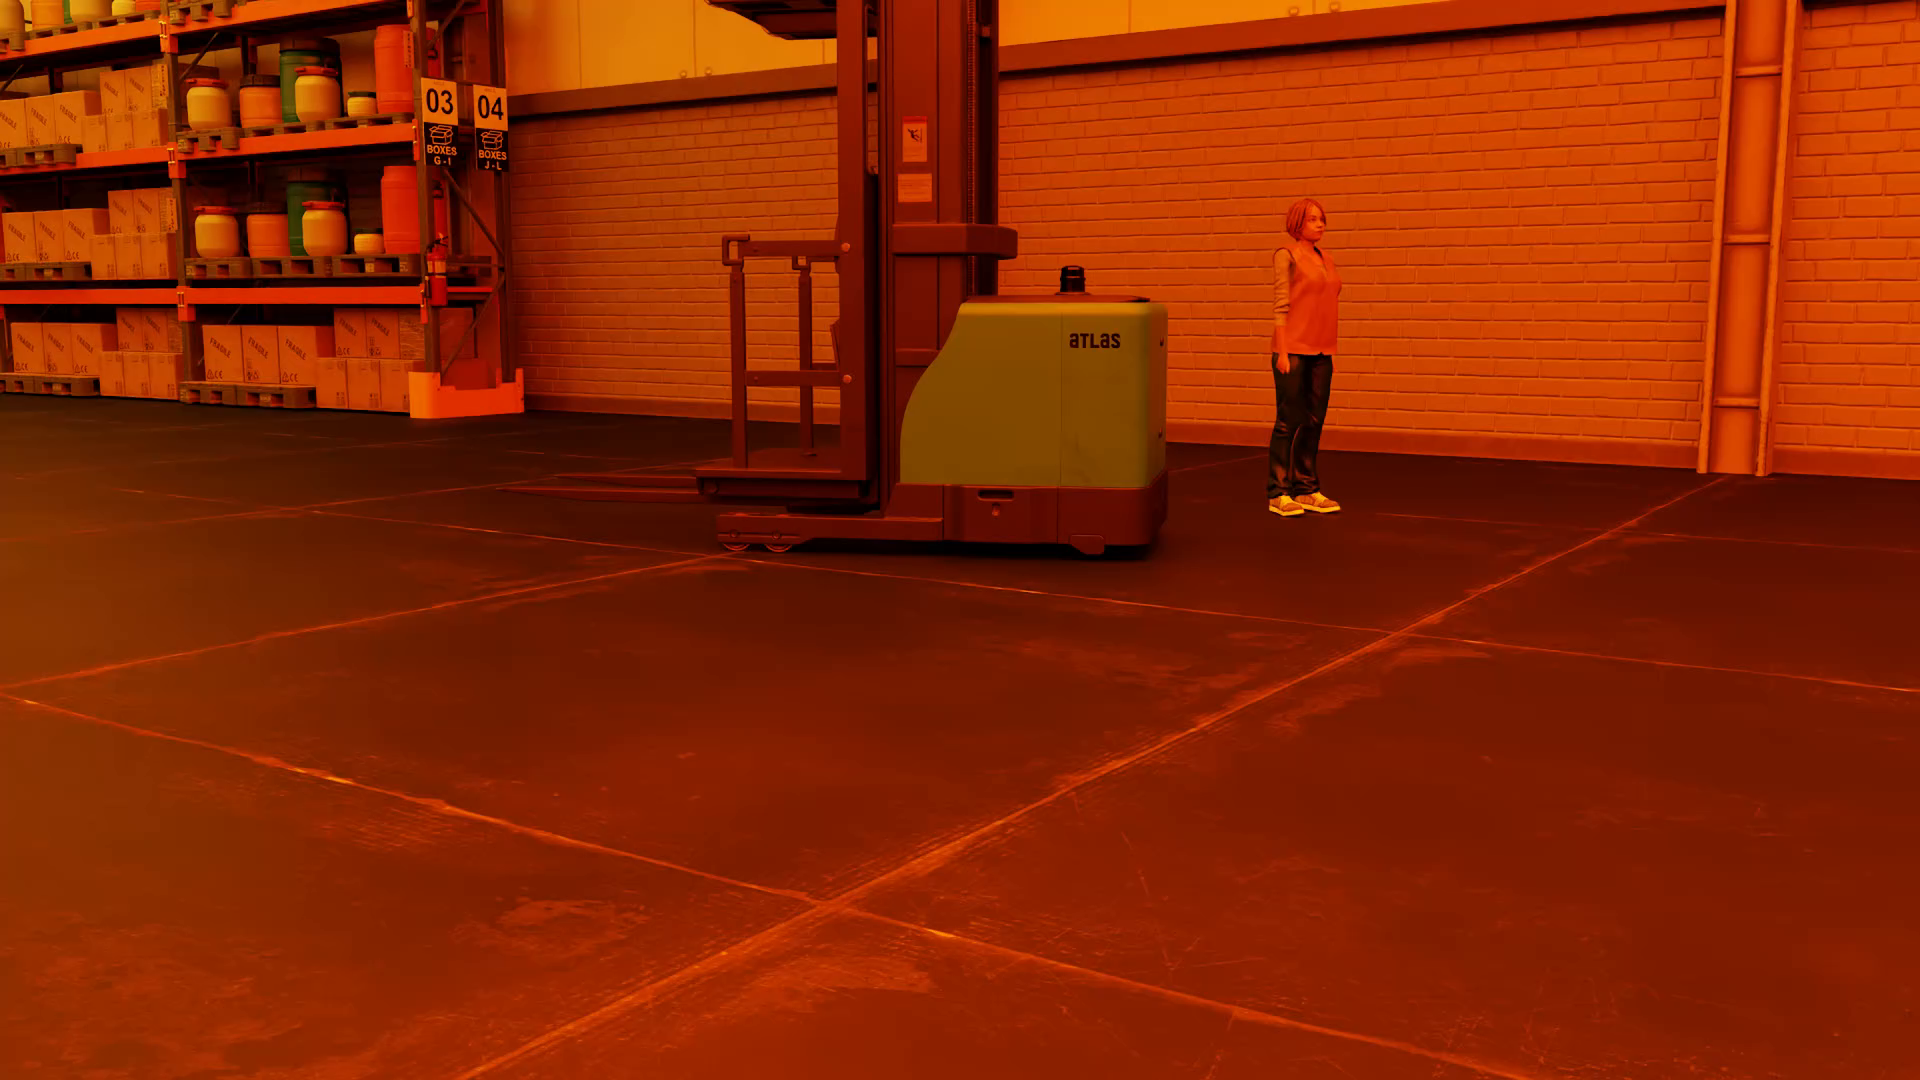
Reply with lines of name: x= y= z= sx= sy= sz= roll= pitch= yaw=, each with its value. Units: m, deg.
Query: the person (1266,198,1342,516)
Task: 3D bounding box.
person: x=1.764 y=-0.934 z=8.500 sx=0.403 sy=1.601 sz=0.323 roll=-6 pitch=10 yaw=-35

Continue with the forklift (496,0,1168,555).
forklift: x=-0.596 y=-1.469 z=7.520 sx=3.031 sy=2.935 sz=1.130 roll=2 pitch=8 yaw=12
